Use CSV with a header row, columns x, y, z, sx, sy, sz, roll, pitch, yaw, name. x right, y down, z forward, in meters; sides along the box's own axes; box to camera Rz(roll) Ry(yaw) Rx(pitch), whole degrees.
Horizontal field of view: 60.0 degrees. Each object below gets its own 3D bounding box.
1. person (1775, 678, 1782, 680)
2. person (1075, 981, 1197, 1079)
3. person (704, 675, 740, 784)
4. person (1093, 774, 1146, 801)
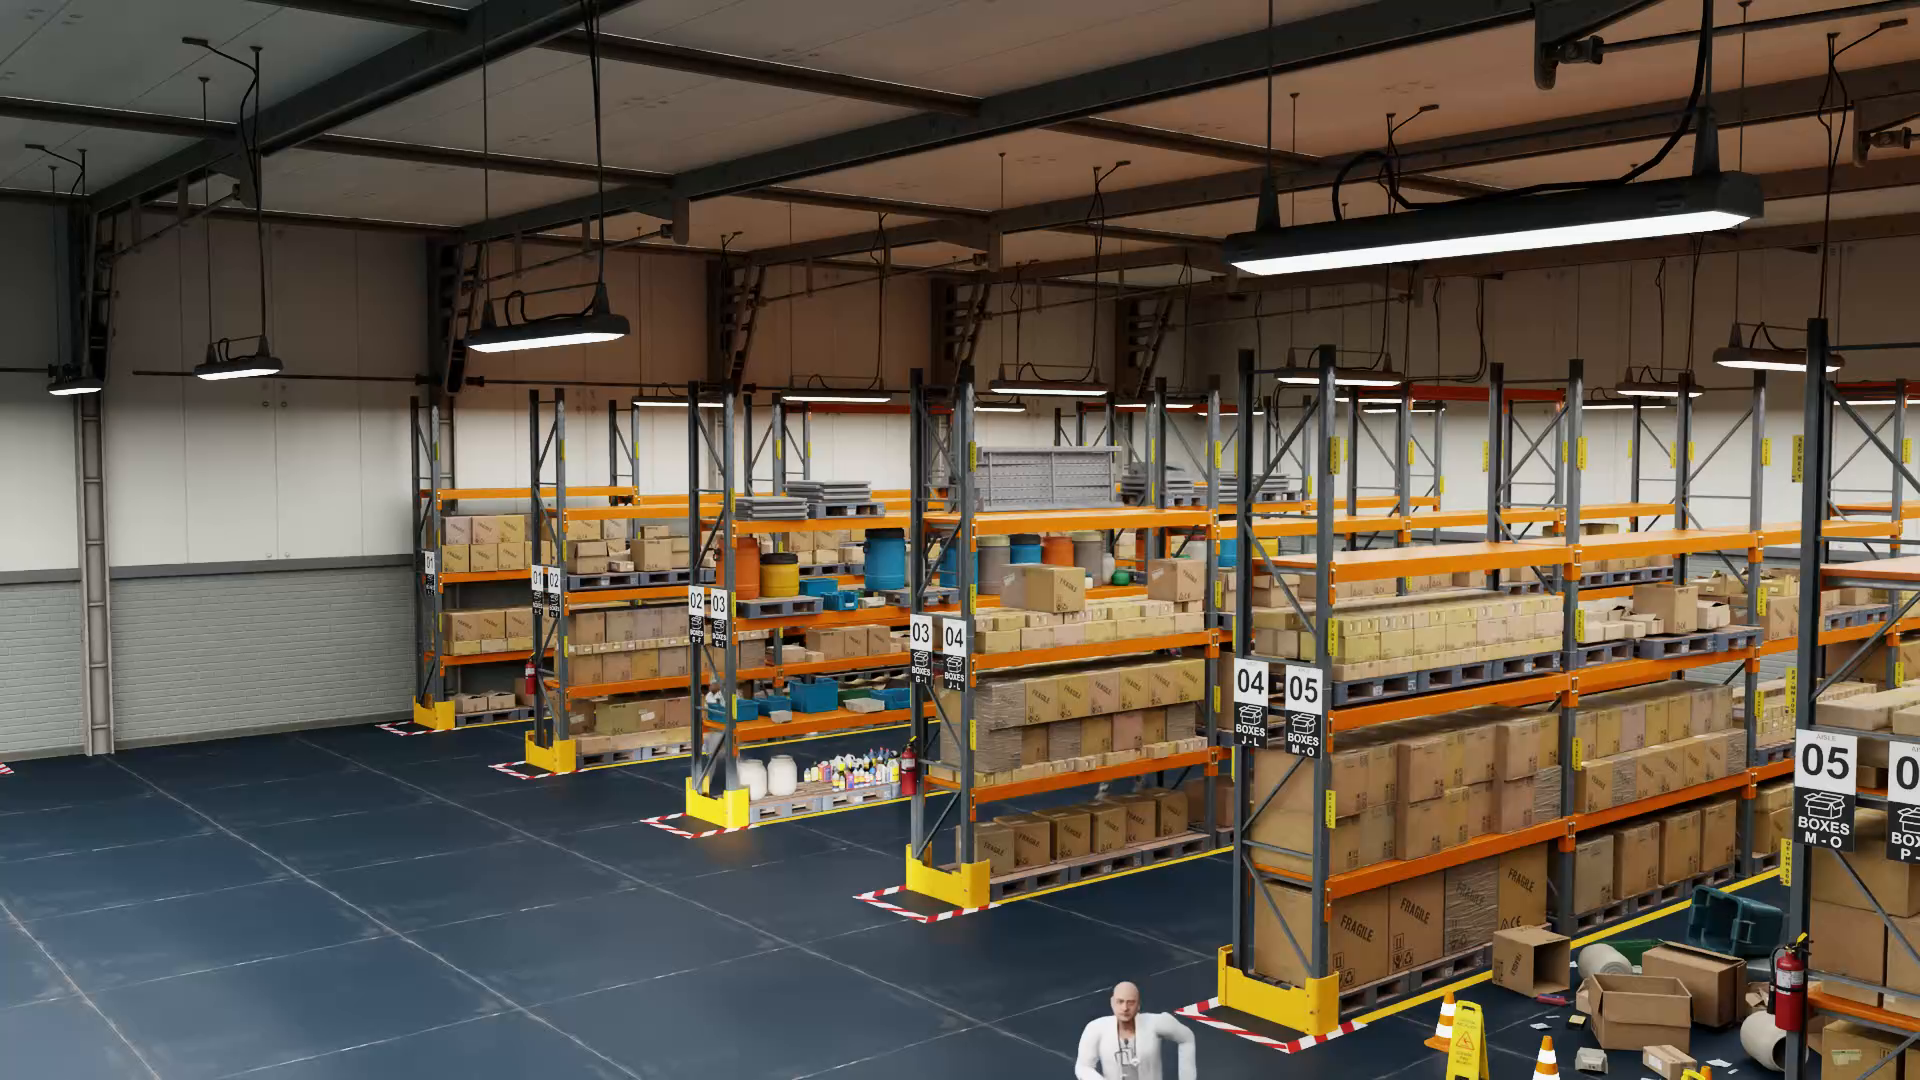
x,y,z,sx,sy,sz,roll,pitch,yaw,name
12.454,2.898,25.207,0.746,1.597,0.596,-3,4,-39,person
1.113,3.669,10.601,0.761,1.728,0.724,1,3,11,person
-3.627,2.860,25.163,0.599,1.682,0.857,3,4,37,person
2.308,2.837,23.968,0.922,1.777,0.691,-3,5,-43,person
